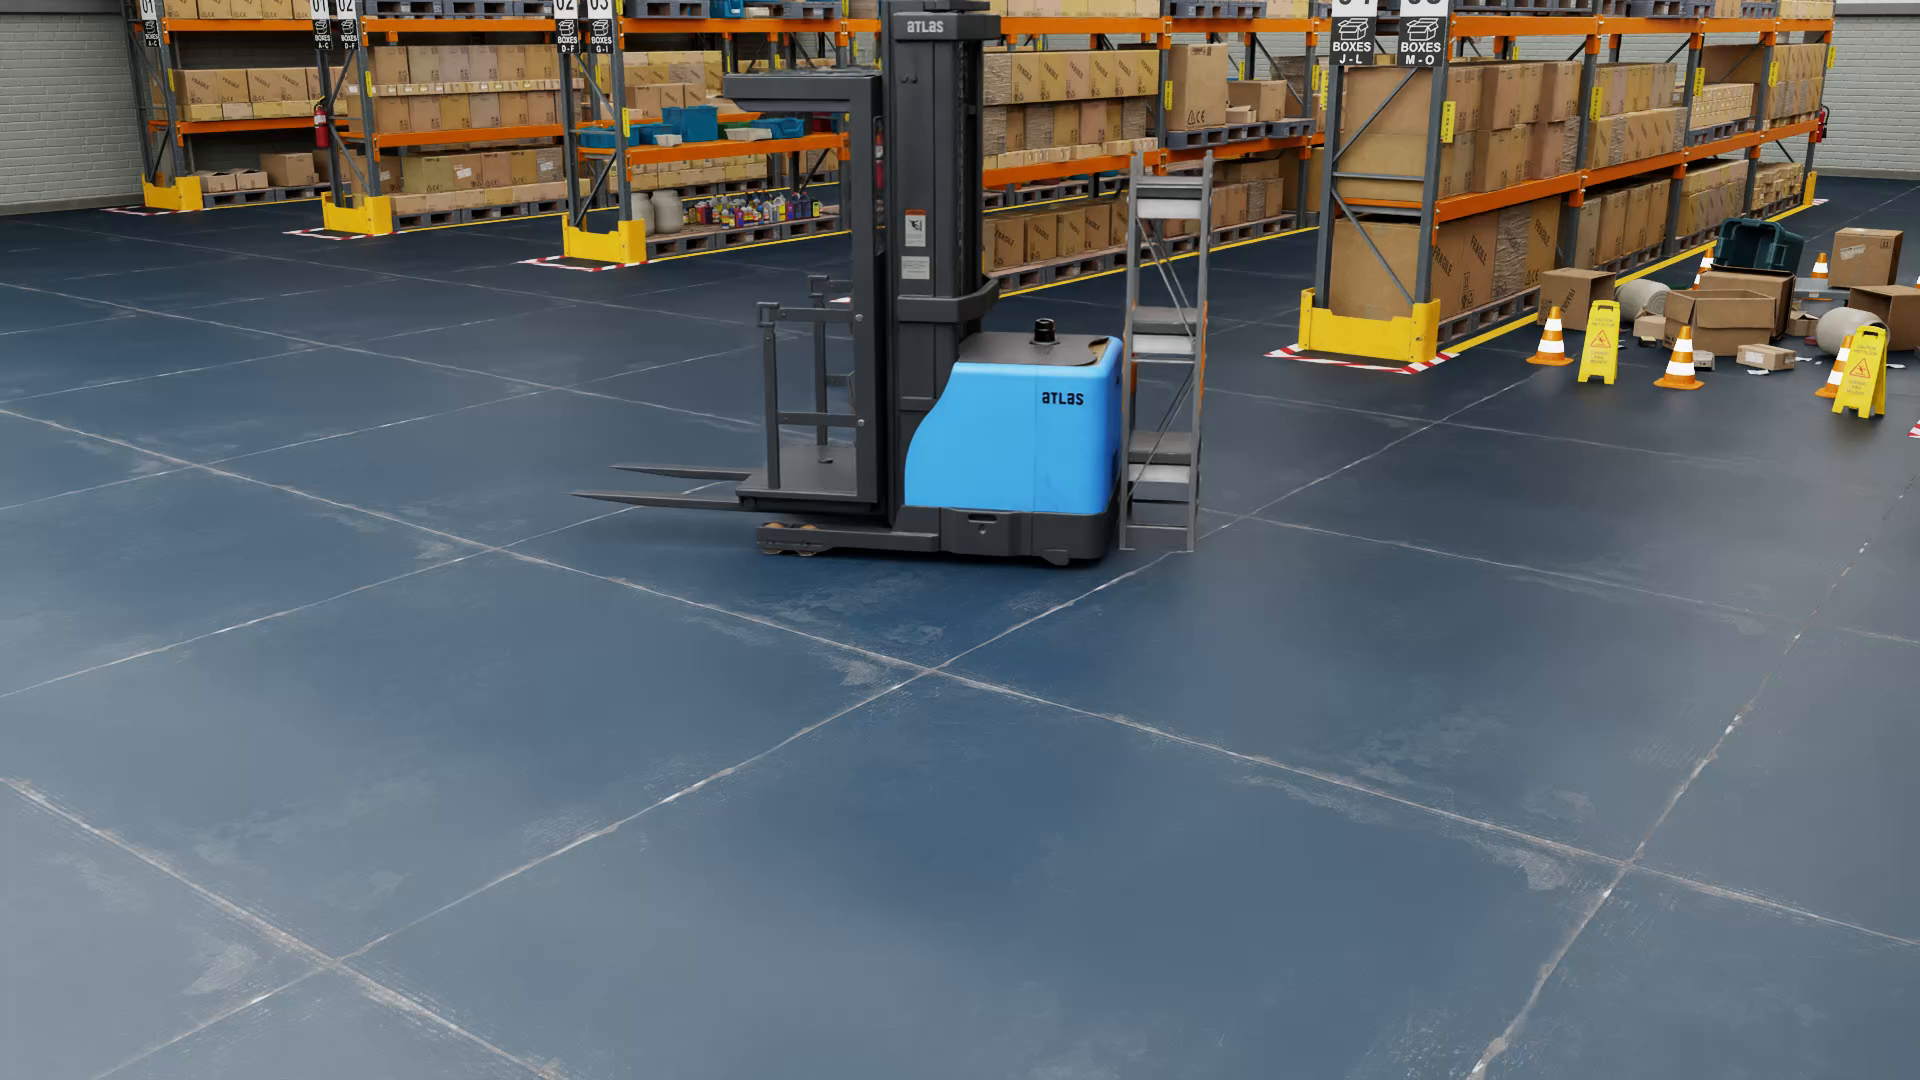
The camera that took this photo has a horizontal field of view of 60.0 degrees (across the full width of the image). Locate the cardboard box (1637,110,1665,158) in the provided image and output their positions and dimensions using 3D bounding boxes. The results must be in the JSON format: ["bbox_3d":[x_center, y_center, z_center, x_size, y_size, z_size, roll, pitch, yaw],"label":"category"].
[{"bbox_3d":[7.674,-4.635,18.942,0.500,0.500,0.500,12,21,34],"label":"cardboard box"}]

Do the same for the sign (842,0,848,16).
[{"bbox_3d":[-1.527,-7.139,22.103,0.100,0.325,0.005,12,21,35],"label":"sign"}]

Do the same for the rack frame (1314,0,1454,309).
[{"bbox_3d":[3.556,-3.074,14.085,1.000,3.000,0.127,12,21,35],"label":"rack frame"}]

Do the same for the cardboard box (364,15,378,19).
[{"bbox_3d":[-10.022,-8.878,27.516,0.500,0.500,0.500,13,22,36],"label":"cardboard box"}]

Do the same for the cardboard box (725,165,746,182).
[{"bbox_3d":[-3.976,-6.227,28.166,0.500,0.250,0.500,12,21,34],"label":"cardboard box"}]

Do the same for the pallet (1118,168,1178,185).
[{"bbox_3d":[3.212,-6.558,30.006,1.003,0.211,1.213,12,21,35],"label":"pallet"}]

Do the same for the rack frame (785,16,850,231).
[{"bbox_3d":[-1.962,-5.803,22.871,1.000,3.000,0.127,12,21,35],"label":"rack frame"}]

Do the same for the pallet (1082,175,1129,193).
[{"bbox_3d":[2.312,-6.200,28.852,1.003,0.211,1.213,12,21,35],"label":"pallet"}]

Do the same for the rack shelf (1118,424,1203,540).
[{"bbox_3d":[1.105,-0.327,9.162,0.431,0.518,0.480,3,17,9],"label":"rack shelf"}]

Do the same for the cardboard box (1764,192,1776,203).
[{"bbox_3d":[11.921,-5.117,24.764,0.380,0.149,0.250,12,21,33],"label":"cardboard box"}]

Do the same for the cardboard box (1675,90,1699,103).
[{"bbox_3d":[8.911,-5.484,20.559,0.380,0.149,0.250,12,21,33],"label":"cardboard box"}]

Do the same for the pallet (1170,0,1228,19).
[{"bbox_3d":[2.469,-6.398,20.049,1.213,0.211,1.003,12,21,35],"label":"pallet"}]

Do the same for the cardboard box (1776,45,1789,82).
[{"bbox_3d":[11.467,-6.790,23.695,0.500,0.500,0.500,12,21,33],"label":"cardboard box"}]

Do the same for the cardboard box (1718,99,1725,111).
[{"bbox_3d":[9.696,-5.654,21.606,0.380,0.149,0.250,13,22,37],"label":"cardboard box"}]

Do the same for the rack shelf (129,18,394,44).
[{"bbox_3d":[-11.110,-8.166,26.636,1.077,0.370,4.000,12,21,35],"label":"rack shelf"}]

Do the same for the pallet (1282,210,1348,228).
[{"bbox_3d":[4.930,-4.723,24.096,1.003,0.211,1.213,12,21,35],"label":"pallet"}]

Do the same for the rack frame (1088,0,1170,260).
[{"bbox_3d":[2.016,-4.927,20.053,1.000,3.000,0.127,12,21,35],"label":"rack frame"}]

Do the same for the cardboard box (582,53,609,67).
[{"bbox_3d":[-7.040,-9.133,31.627,0.500,0.250,0.500,13,22,36],"label":"cardboard box"}]

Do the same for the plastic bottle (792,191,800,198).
[{"bbox_3d":[-2.230,-4.569,22.623,0.144,0.351,0.185,12,21,35],"label":"plastic bottle"}]

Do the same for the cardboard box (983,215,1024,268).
[{"bbox_3d":[0.347,-3.276,18.241,0.500,0.500,0.500,-13,22,-36],"label":"cardboard box"}]

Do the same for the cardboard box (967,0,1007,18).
[{"bbox_3d":[0.127,-5.405,16.785,0.500,0.250,0.500,13,22,36],"label":"cardboard box"}]

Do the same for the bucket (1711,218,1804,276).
[{"bbox_3d":[7.710,-2.750,15.997,0.620,0.611,0.726,0,14,-35],"label":"bucket"}]

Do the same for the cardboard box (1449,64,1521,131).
[{"bbox_3d":[4.504,-4.000,14.992,0.875,0.550,0.550,12,21,35],"label":"cardboard box"}]

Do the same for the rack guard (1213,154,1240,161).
[{"bbox_3d":[5.192,-7.475,32.471,1.175,0.500,0.348,12,21,35],"label":"rack guard"}]

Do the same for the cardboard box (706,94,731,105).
[{"bbox_3d":[-4.243,-7.410,28.198,0.500,0.311,0.500,12,21,34],"label":"cardboard box"}]

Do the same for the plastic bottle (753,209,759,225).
[{"bbox_3d":[-2.692,-4.229,21.782,0.097,0.201,0.097,0,17,0],"label":"plastic bottle"}]

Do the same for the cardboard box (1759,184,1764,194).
[{"bbox_3d":[11.537,-5.147,24.359,0.380,0.149,0.250,11,20,32],"label":"cardboard box"}]

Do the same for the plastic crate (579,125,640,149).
[{"bbox_3d":[-4.287,-4.951,20.379,0.499,0.251,0.616,12,21,35],"label":"plastic crate"}]

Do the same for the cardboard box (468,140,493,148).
[{"bbox_3d":[-8.889,-6.994,30.181,0.700,0.500,0.500,13,21,35],"label":"cardboard box"}]

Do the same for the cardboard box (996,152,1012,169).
[{"bbox_3d":[0.319,-3.993,17.469,0.380,0.149,0.250,12,21,35],"label":"cardboard box"}]

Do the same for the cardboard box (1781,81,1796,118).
[{"bbox_3d":[11.821,-6.428,24.216,0.500,0.500,0.500,12,21,34],"label":"cardboard box"}]

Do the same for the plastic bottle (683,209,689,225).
[{"bbox_3d":[-3.603,-4.238,21.811,0.097,0.201,0.097,0,17,0],"label":"plastic bottle"}]

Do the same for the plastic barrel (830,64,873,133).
[{"bbox_3d":[-1.488,-6.080,22.921,0.600,0.901,0.708,12,21,35],"label":"plastic barrel"}]

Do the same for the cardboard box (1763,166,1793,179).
[{"bbox_3d":[12.409,-5.579,25.247,0.380,0.149,0.250,13,22,37],"label":"cardboard box"}]

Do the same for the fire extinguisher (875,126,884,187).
[{"bbox_3d":[-0.806,-3.992,17.171,0.296,0.674,0.183,12,21,35],"label":"fire extinguisher"}]

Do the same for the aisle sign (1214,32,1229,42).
[{"bbox_3d":[4.993,-9.972,31.913,0.394,0.787,0.004,12,21,35],"label":"aisle sign"}]

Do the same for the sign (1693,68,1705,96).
[{"bbox_3d":[8.770,-5.435,19.736,0.100,0.325,0.005,12,21,35],"label":"sign"}]

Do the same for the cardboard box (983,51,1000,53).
[{"bbox_3d":[0.355,-5.055,18.109,0.500,0.500,0.500,12,21,35],"label":"cardboard box"}]

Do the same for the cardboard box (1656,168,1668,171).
[{"bbox_3d":[8.812,-4.676,21.485,0.500,0.250,0.500,13,21,35],"label":"cardboard box"}]

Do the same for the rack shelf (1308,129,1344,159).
[{"bbox_3d":[5.591,-6.013,24.761,1.077,0.370,4.000,12,21,35],"label":"rack shelf"}]

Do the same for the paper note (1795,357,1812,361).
[{"bbox_3d":[7.183,-1.553,14.212,0.142,0.019,0.148,-11,20,-32],"label":"paper note"}]

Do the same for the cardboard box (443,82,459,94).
[{"bbox_3d":[-7.300,-6.385,23.485,0.380,0.149,0.250,12,21,33],"label":"cardboard box"}]

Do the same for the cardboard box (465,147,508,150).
[{"bbox_3d":[-7.061,-5.631,24.982,0.500,0.500,0.500,12,21,35],"label":"cardboard box"}]

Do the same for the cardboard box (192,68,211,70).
[{"bbox_3d":[-11.884,-7.164,26.212,0.500,0.500,0.500,13,21,35],"label":"cardboard box"}]

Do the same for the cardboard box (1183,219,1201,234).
[{"bbox_3d":[2.698,-4.196,21.172,0.700,0.500,0.500,12,21,34],"label":"cardboard box"}]

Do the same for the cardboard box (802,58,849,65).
[{"bbox_3d":[-3.064,-10.431,37.271,0.980,0.700,0.700,14,22,37],"label":"cardboard box"}]

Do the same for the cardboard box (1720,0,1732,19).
[{"bbox_3d":[9.169,-6.669,20.435,0.500,0.500,0.500,12,21,35],"label":"cardboard box"}]

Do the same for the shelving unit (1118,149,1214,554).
[{"bbox_3d":[1.105,-1.008,8.950,0.431,2.100,0.503,3,17,9],"label":"shelving unit"}]

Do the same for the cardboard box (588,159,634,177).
[{"bbox_3d":[-5.491,-5.888,26.130,0.500,0.311,0.500,13,21,35],"label":"cardboard box"}]

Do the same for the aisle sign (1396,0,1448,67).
[{"bbox_3d":[3.754,-4.246,13.474,0.394,0.787,0.004,12,21,35],"label":"aisle sign"}]

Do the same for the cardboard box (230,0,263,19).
[{"bbox_3d":[-11.247,-8.372,25.884,0.500,0.500,0.500,14,22,37],"label":"cardboard box"}]

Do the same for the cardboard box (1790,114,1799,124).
[{"bbox_3d":[12.492,-6.400,25.218,0.380,0.149,0.250,11,21,32],"label":"cardboard box"}]

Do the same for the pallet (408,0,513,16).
[{"bbox_3d":[-7.152,-7.572,23.660,1.003,0.211,1.213,12,21,35],"label":"pallet"}]

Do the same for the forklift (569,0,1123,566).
[{"bbox_3d":[-0.644,-1.461,9.006,3.031,2.935,1.130,3,18,10],"label":"forklift"}]

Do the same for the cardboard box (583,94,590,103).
[{"bbox_3d":[-7.153,-8.433,31.731,0.380,0.149,0.250,12,21,34],"label":"cardboard box"}]

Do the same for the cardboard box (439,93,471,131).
[{"bbox_3d":[-7.423,-6.126,23.744,0.700,0.500,0.500,13,21,35],"label":"cardboard box"}]
